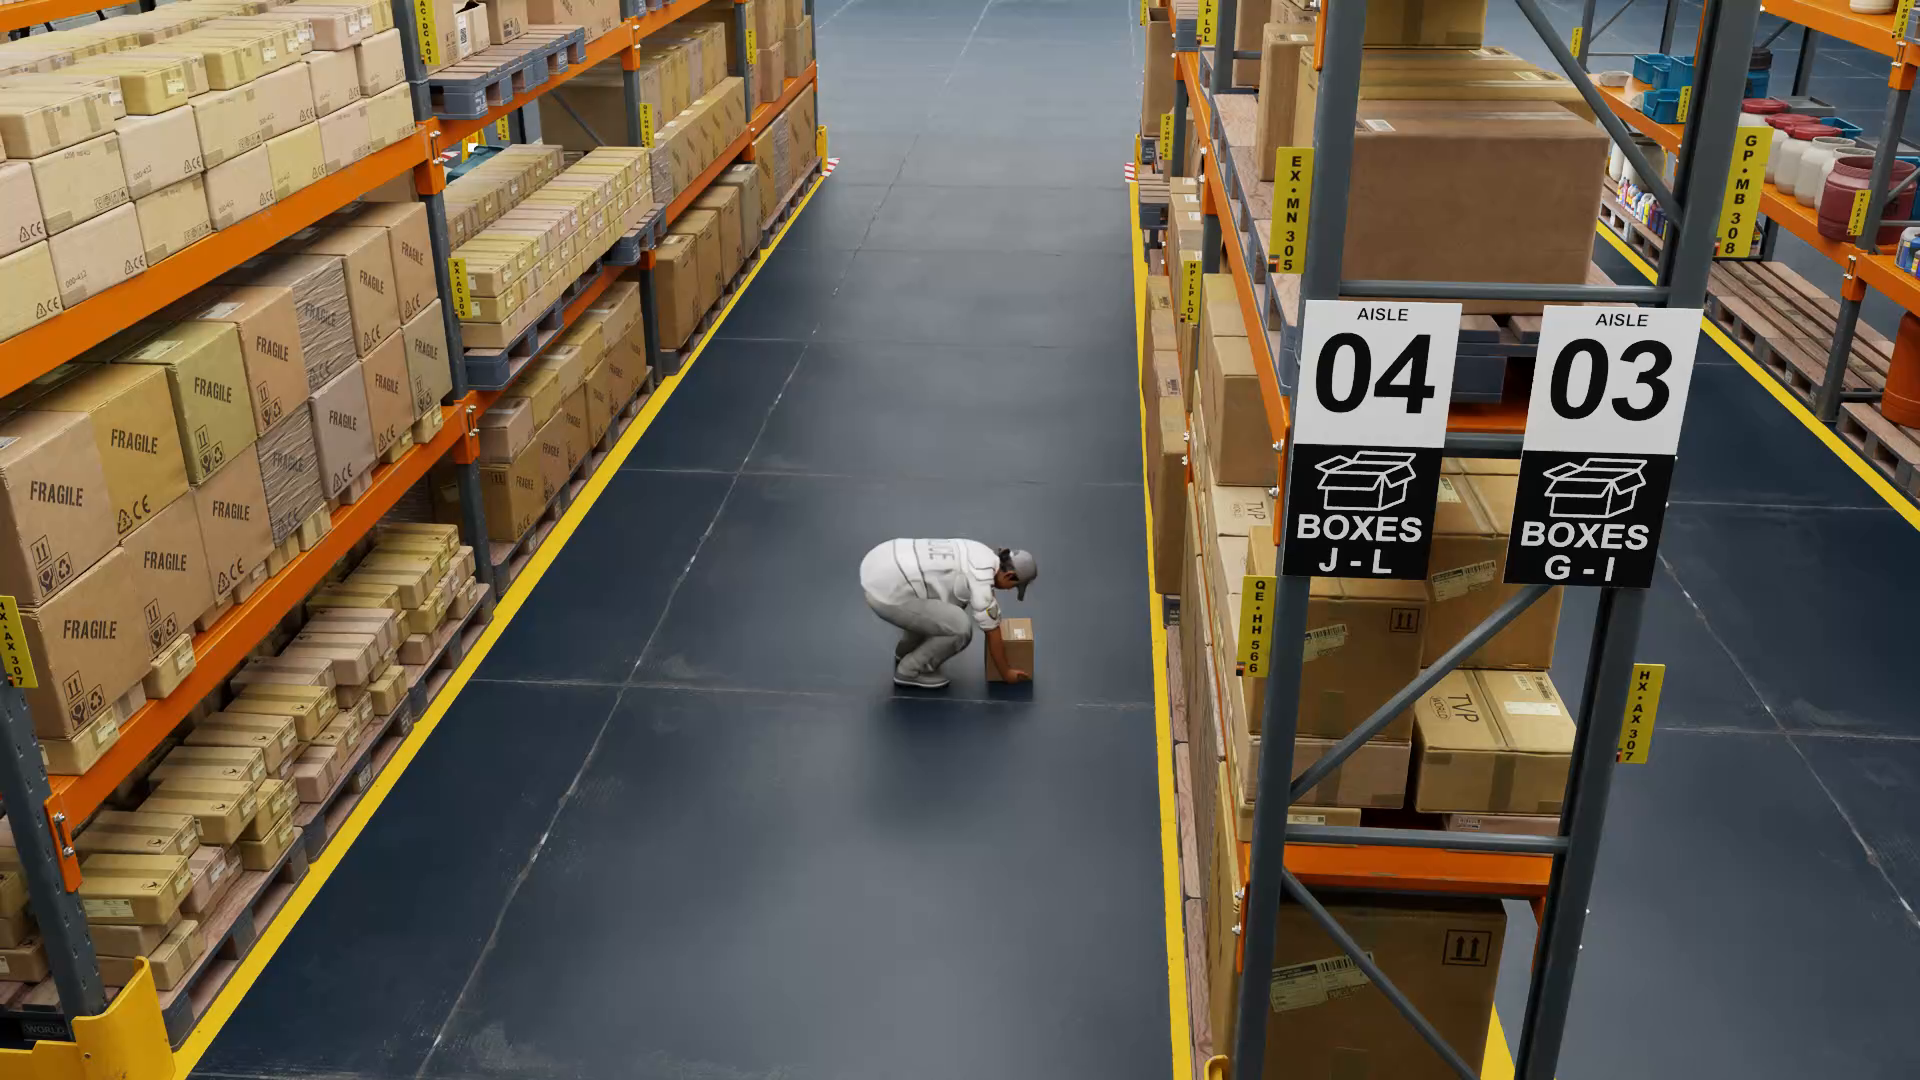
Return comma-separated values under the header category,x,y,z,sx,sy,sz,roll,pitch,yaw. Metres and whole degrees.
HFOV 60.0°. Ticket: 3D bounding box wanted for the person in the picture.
category,x,y,z,sx,sy,sz,roll,pitch,yaw
person,-0.058,0.367,8.896,0.942,0.785,0.512,-2,25,-4
